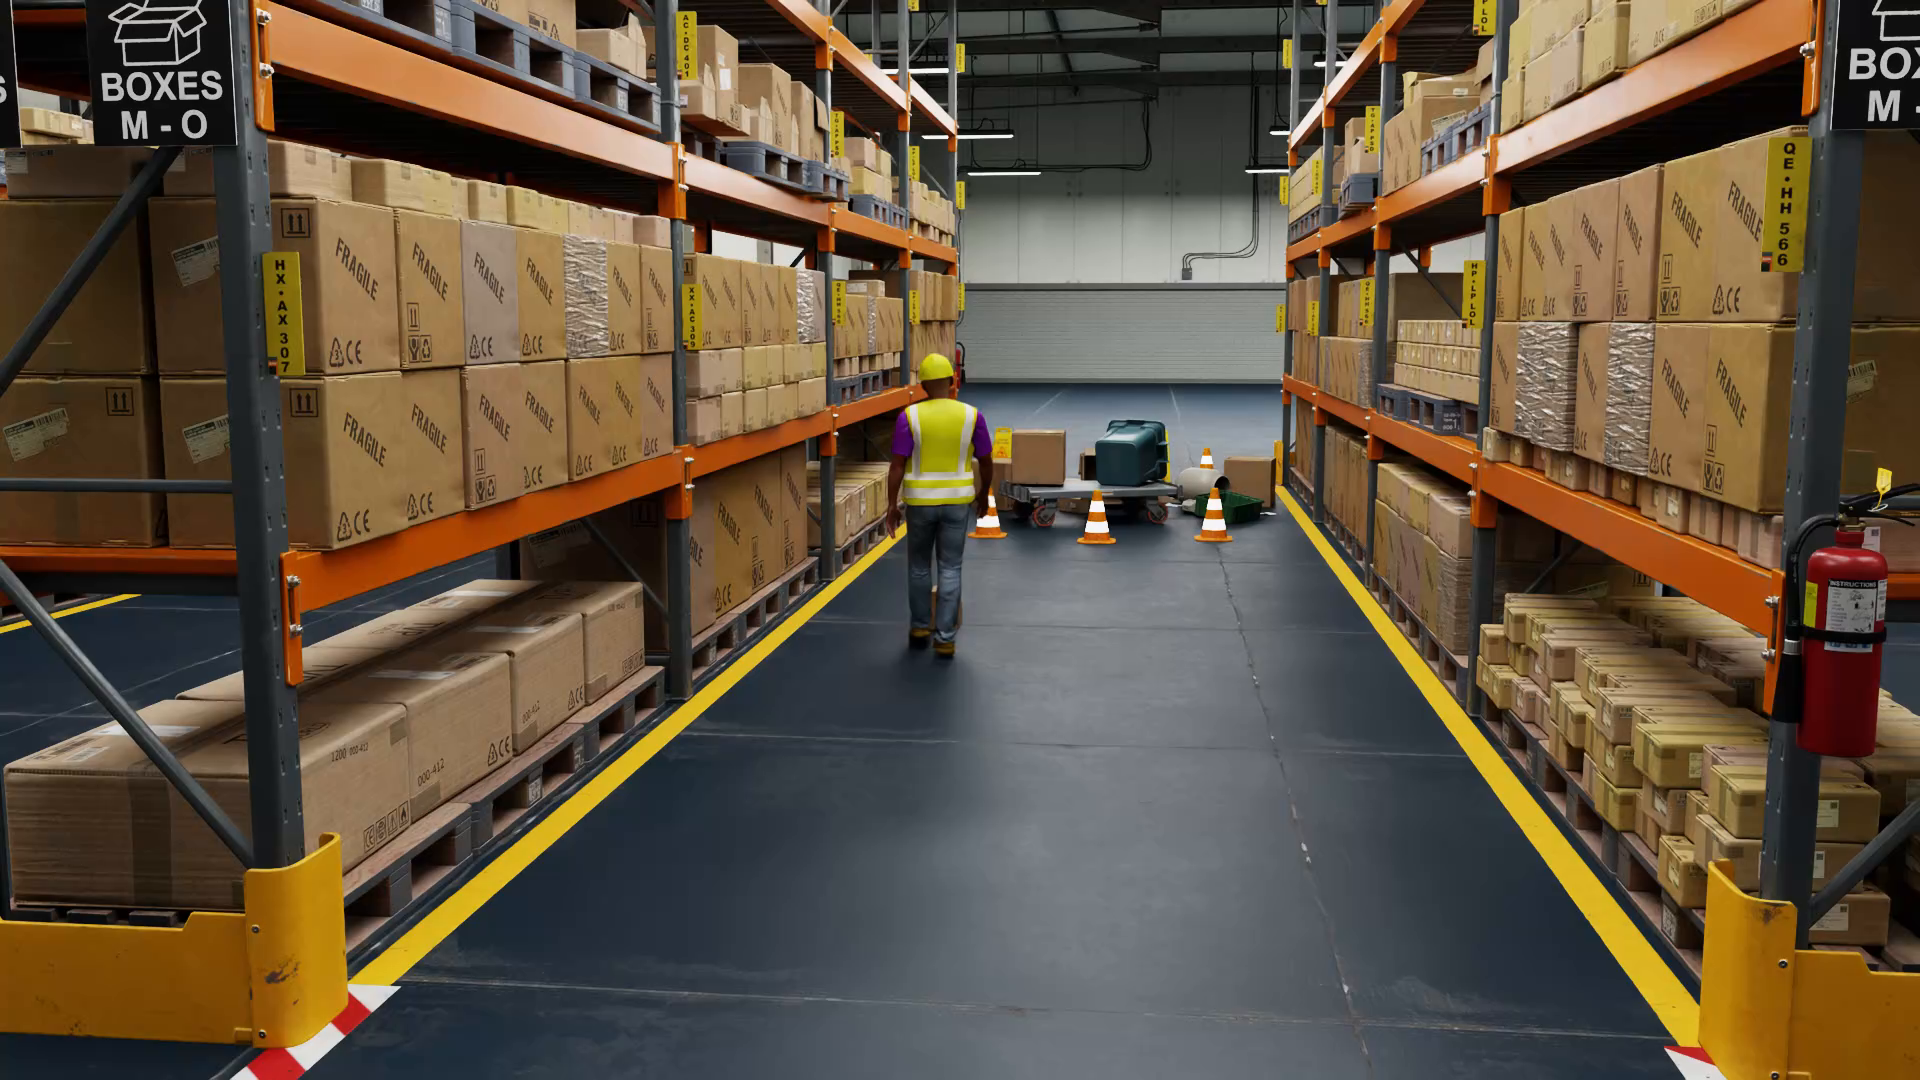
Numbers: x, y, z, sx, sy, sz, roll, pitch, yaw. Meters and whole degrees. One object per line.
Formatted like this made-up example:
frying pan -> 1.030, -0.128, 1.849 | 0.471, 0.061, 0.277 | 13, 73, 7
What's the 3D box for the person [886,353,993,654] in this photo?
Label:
person -> -0.121, -0.239, 9.909 | 0.630, 1.744, 0.758 | 0, 8, -1
